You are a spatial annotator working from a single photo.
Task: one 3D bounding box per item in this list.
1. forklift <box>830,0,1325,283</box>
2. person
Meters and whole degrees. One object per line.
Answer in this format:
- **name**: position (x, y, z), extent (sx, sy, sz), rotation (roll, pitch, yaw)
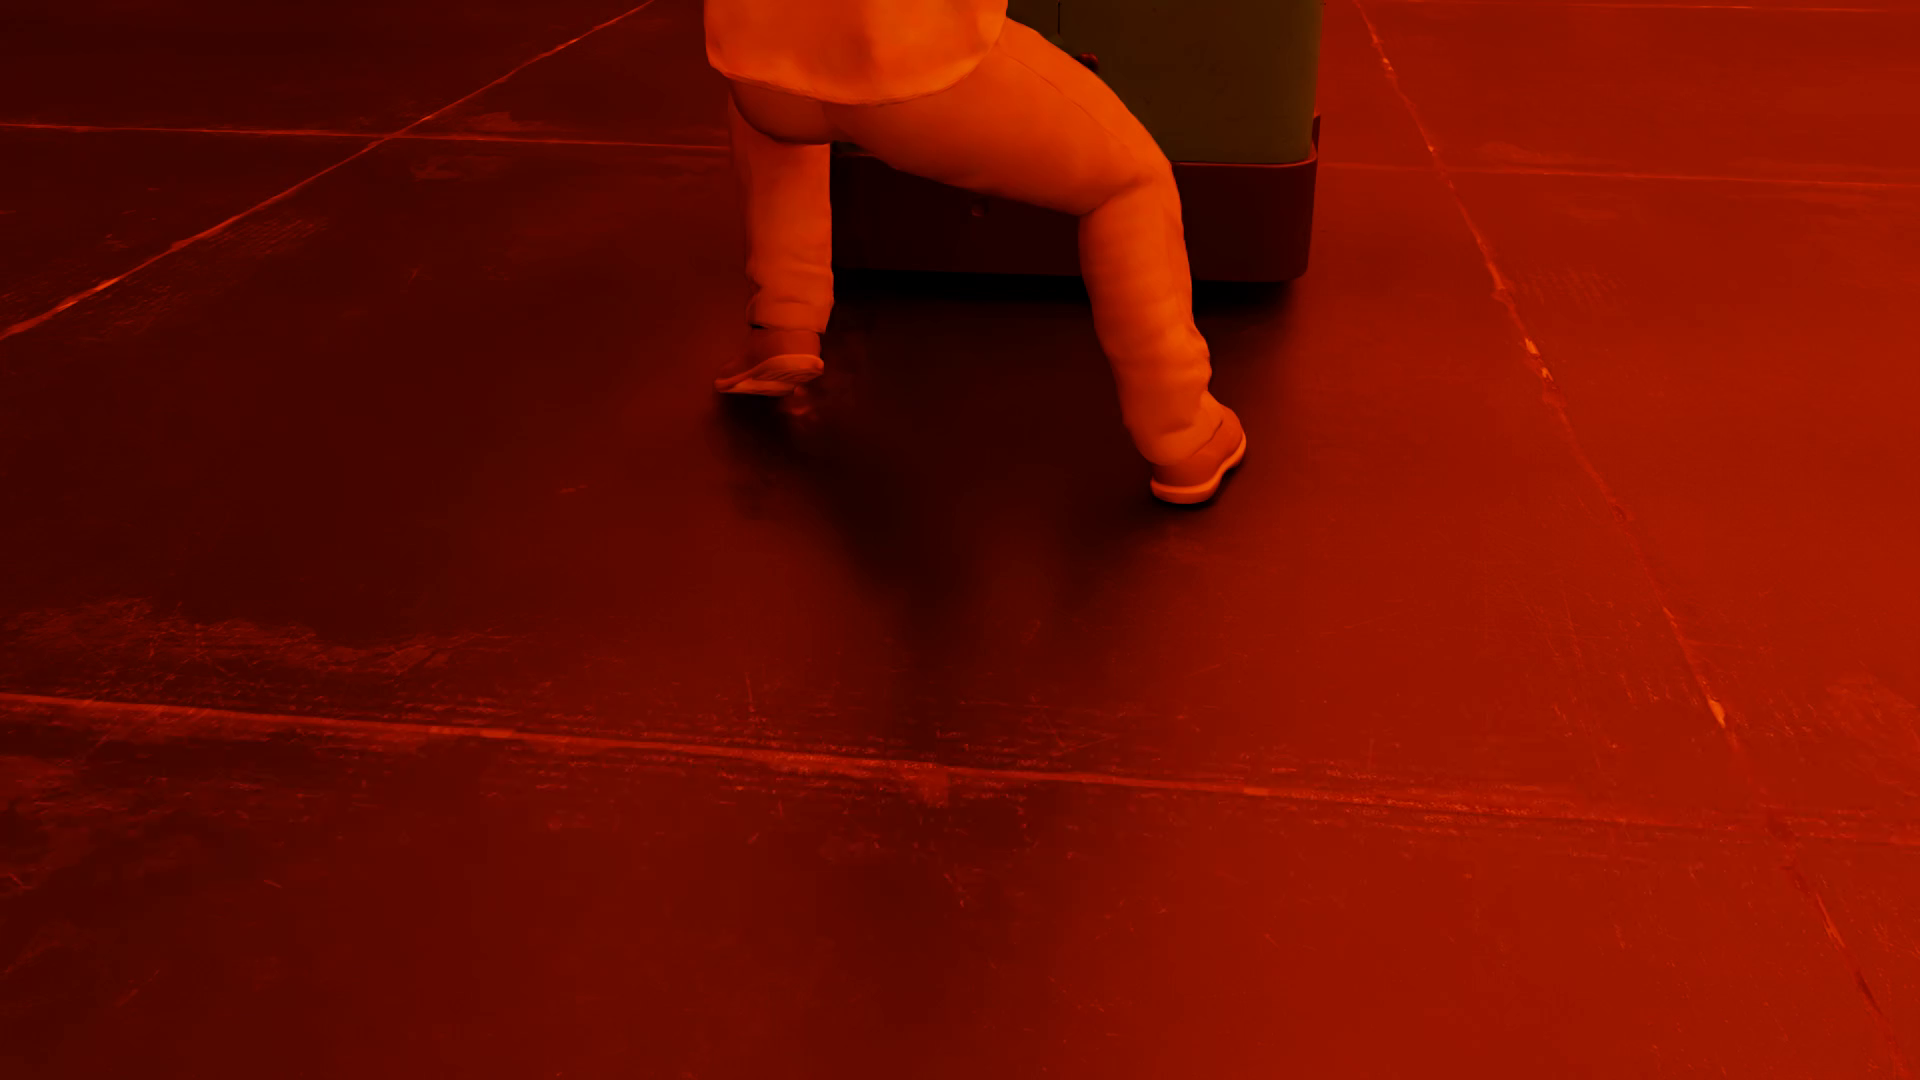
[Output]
- **forklift**: position (0.356, -2.463, 4.155), extent (1.130, 2.935, 3.031), rotation (3, 27, 6)
- **person**: position (-0.039, -0.855, 2.496), extent (1.006, 1.530, 0.787), rotation (13, 29, 25)
